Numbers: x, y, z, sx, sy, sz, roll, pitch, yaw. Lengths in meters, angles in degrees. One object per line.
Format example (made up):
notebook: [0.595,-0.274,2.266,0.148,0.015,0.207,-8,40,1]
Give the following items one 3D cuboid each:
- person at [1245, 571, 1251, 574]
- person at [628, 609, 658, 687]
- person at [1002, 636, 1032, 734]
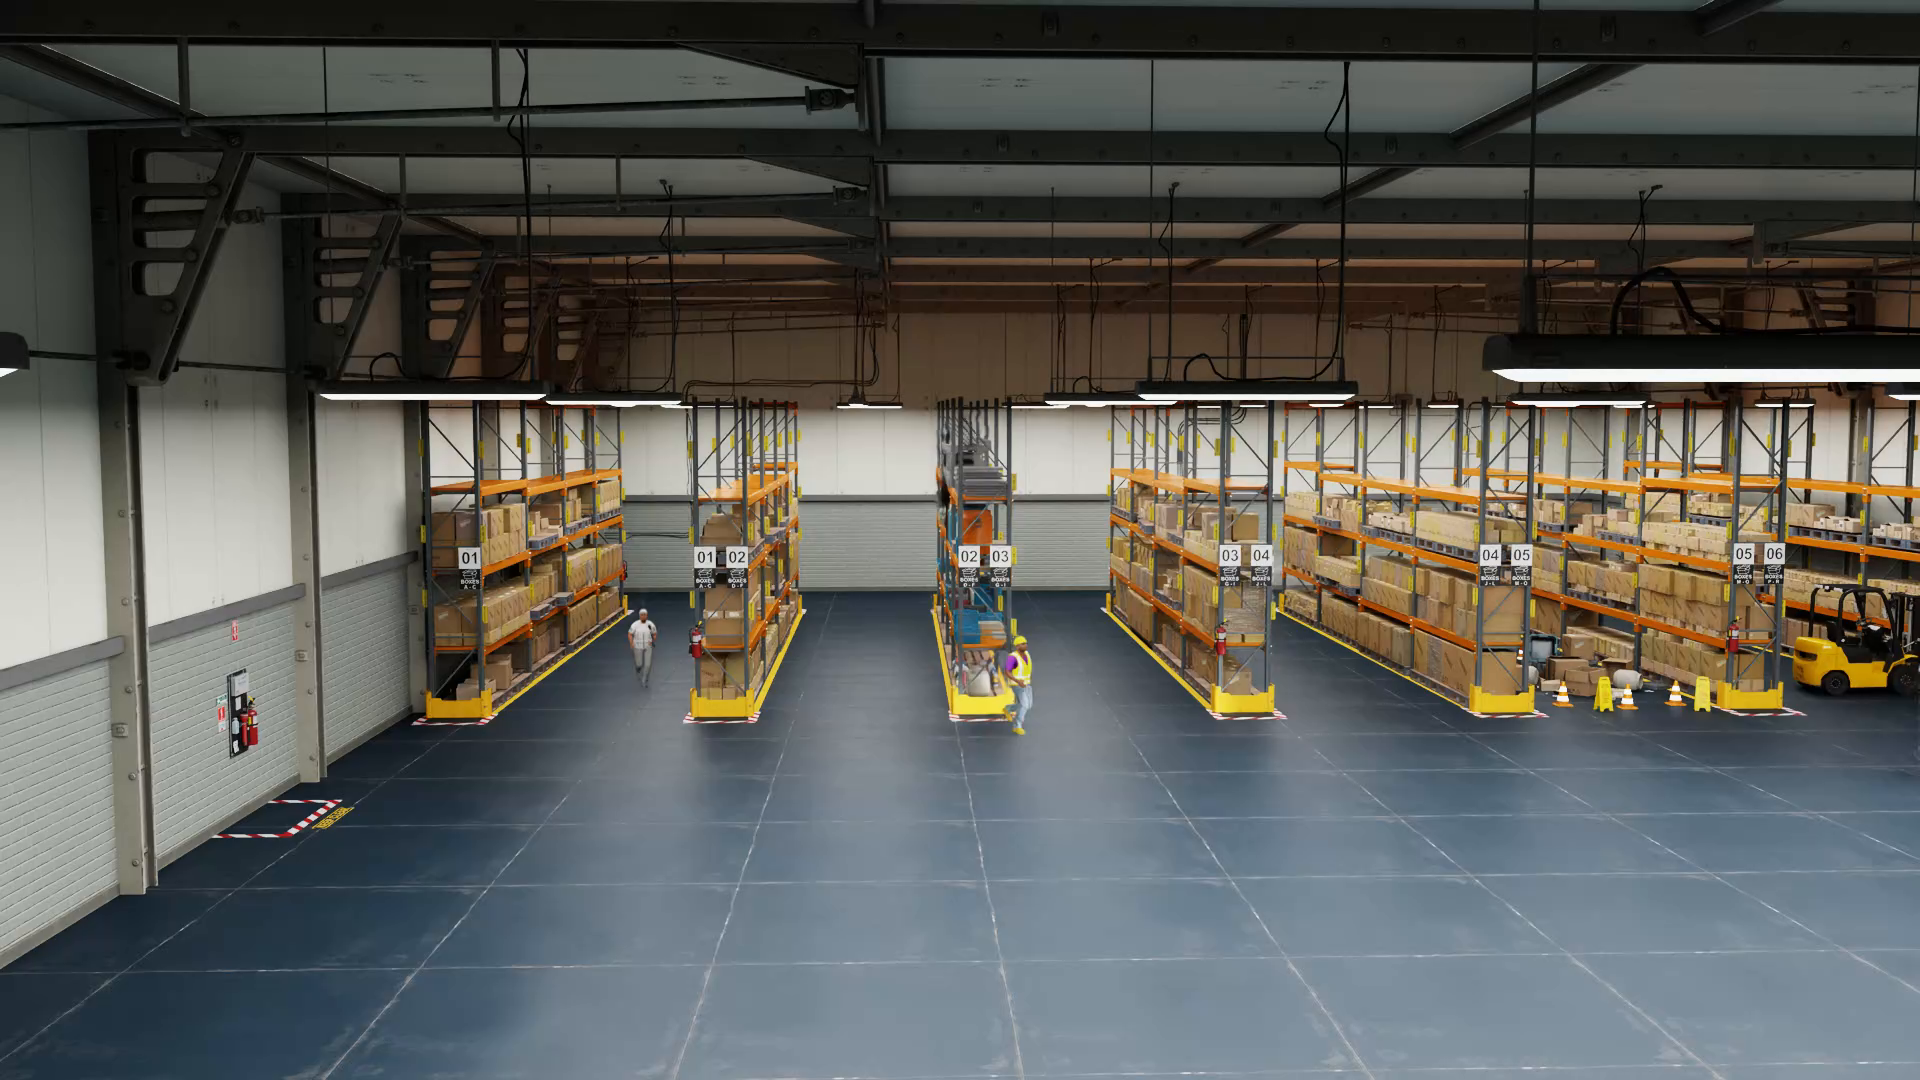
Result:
person: [8.482,1.094,48.336,0.933,1.744,0.709,-3,5,-33]
person: [-6.582,2.250,34.579,0.608,1.623,0.549,-1,5,-15]
person: [1.030,2.576,29.703,0.664,1.741,0.717,3,6,38]
